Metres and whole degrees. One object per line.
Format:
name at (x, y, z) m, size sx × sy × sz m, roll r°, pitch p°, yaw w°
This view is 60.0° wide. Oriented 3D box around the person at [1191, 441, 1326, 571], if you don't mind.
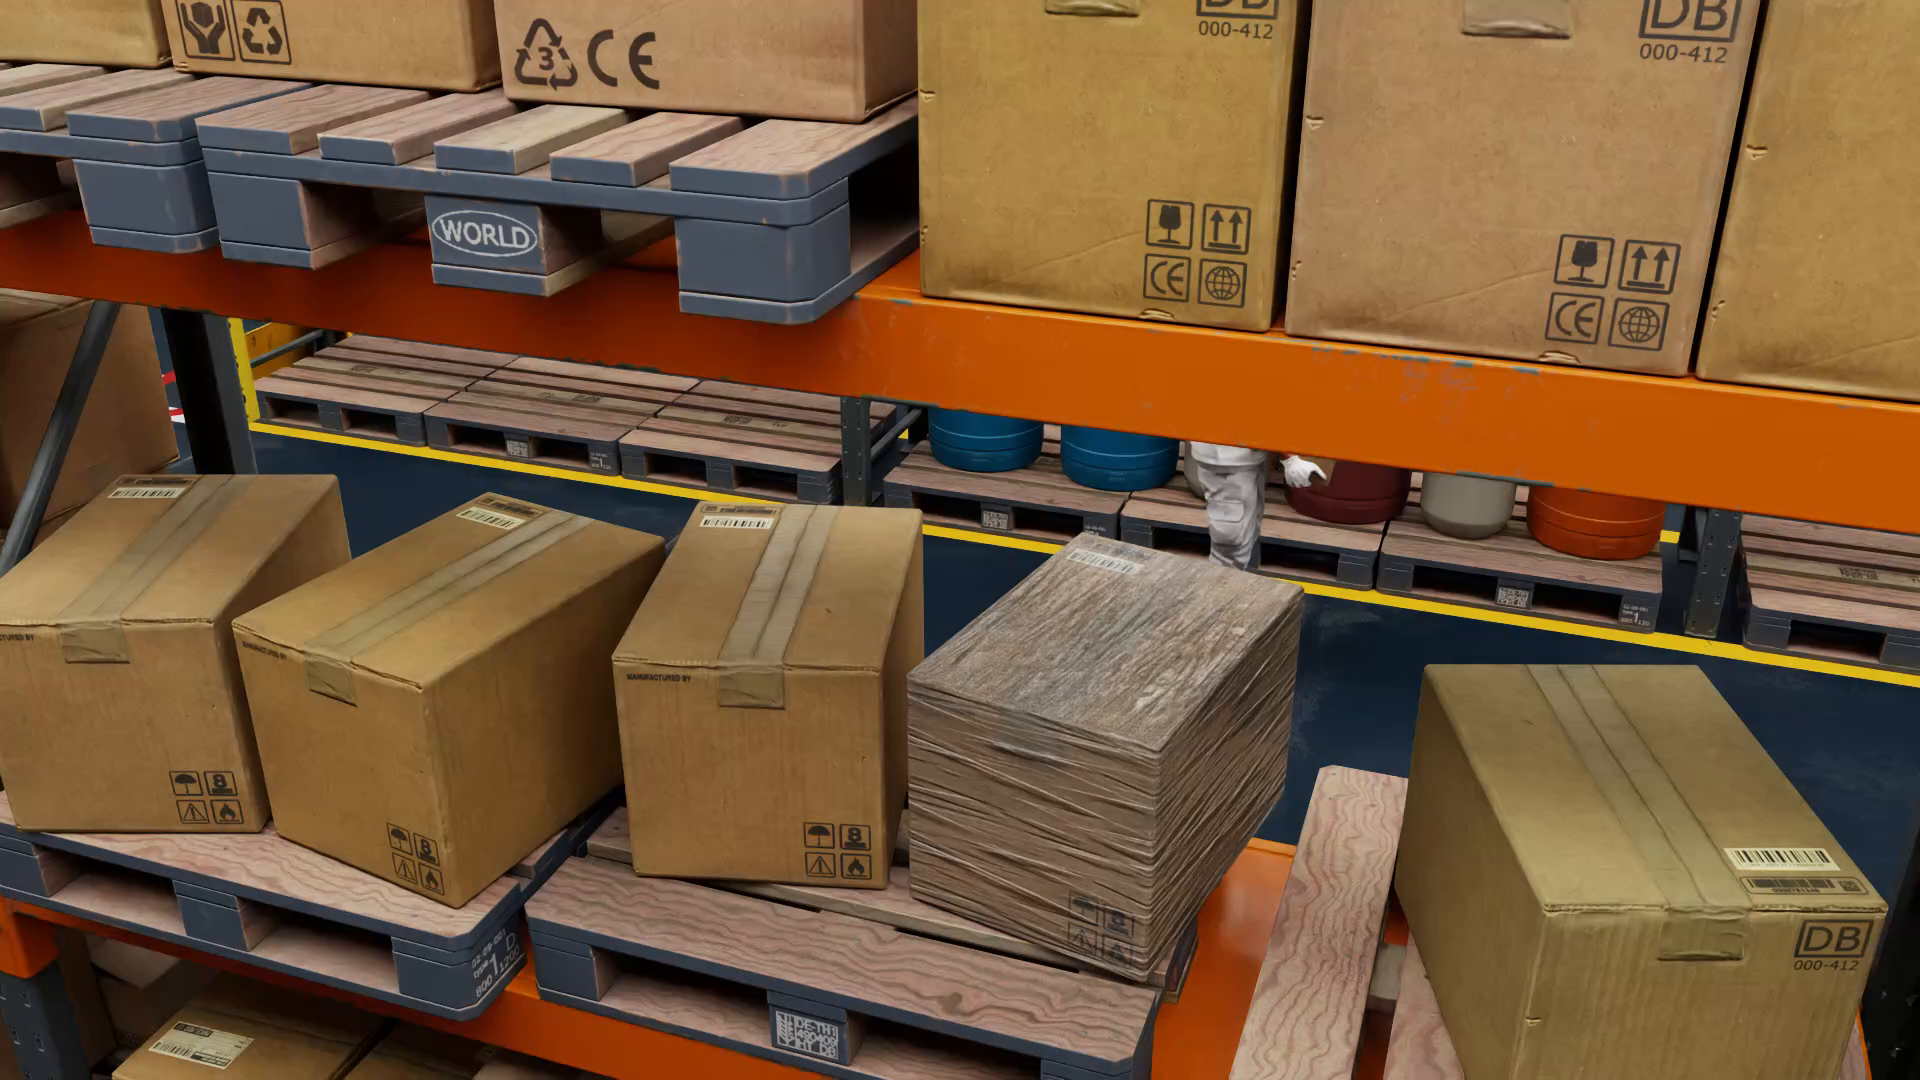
person at (1.225, -0.324, 6.765) m, size 0.560 × 1.784 × 0.495 m, roll 8°, pitch 27°, yaw 17°
